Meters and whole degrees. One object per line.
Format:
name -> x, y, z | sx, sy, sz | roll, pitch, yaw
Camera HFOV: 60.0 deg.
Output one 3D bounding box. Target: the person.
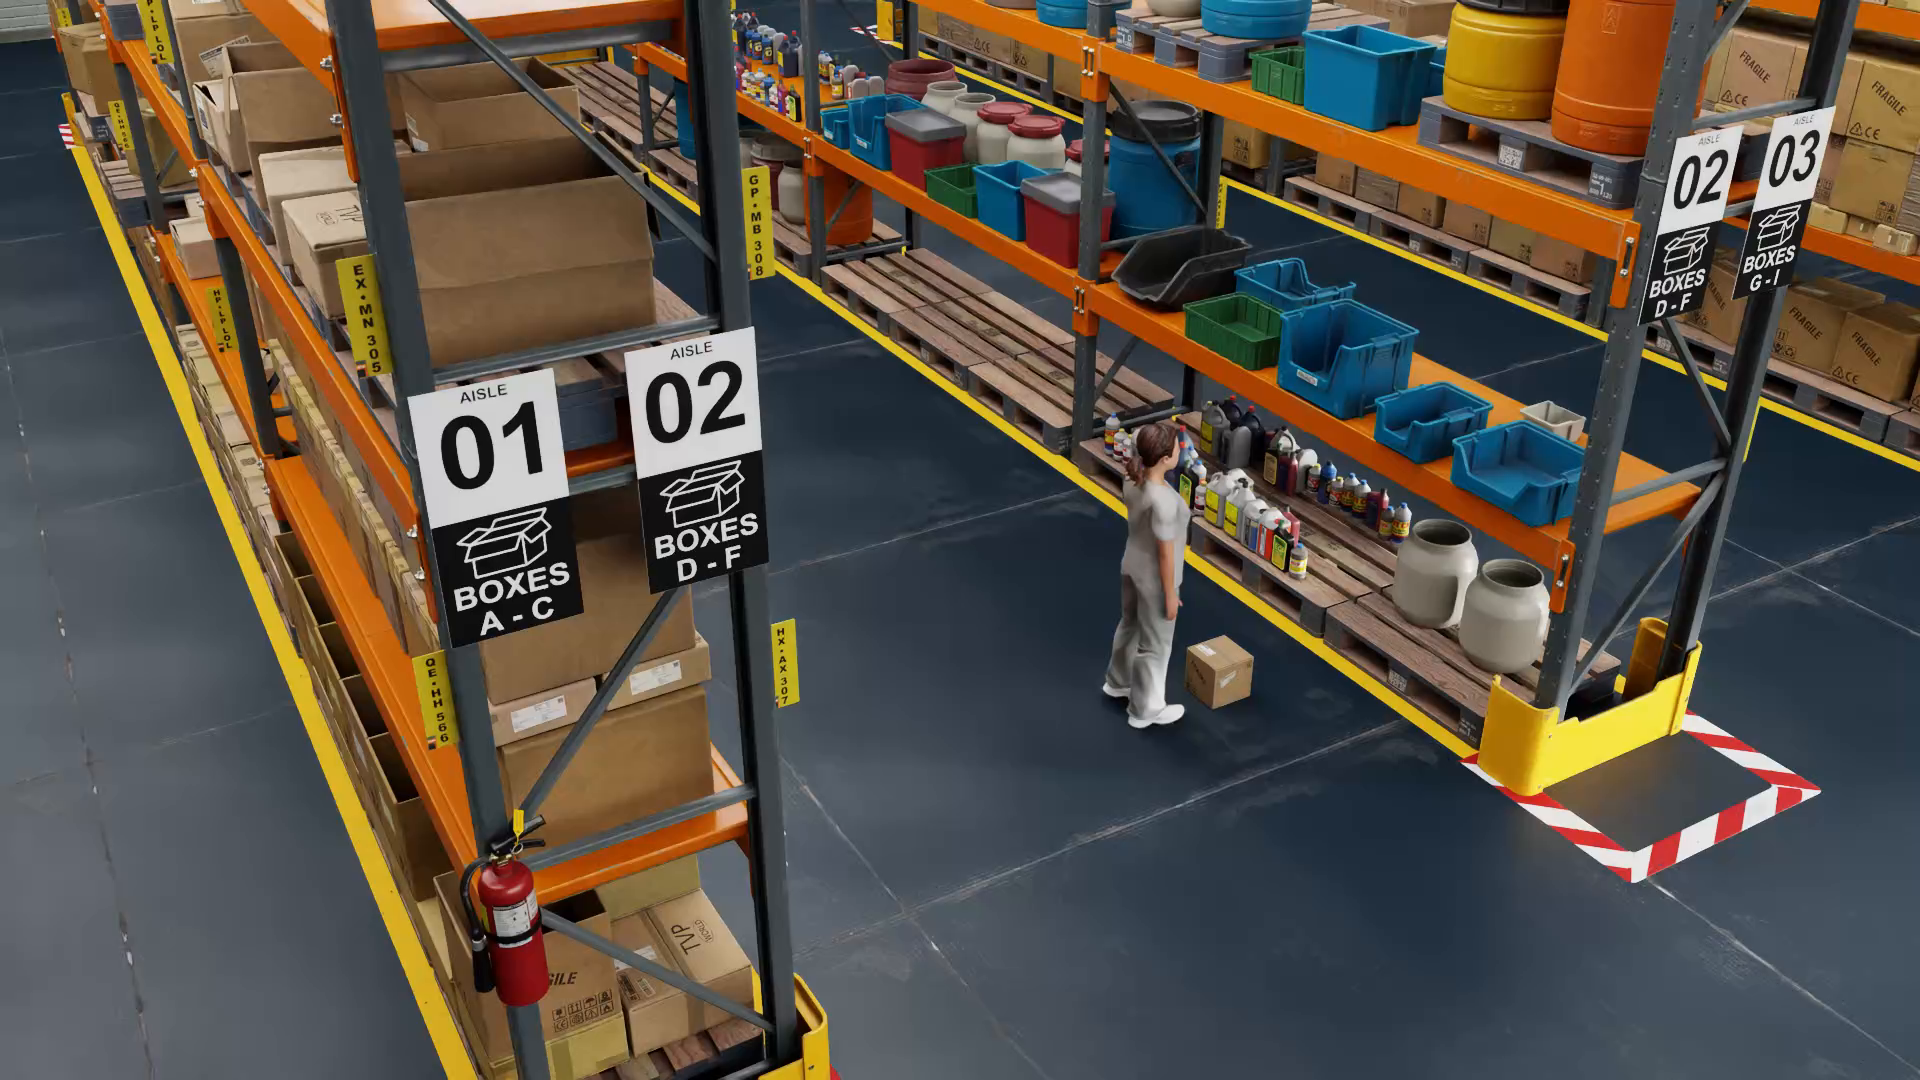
person -> 0.947, 0.185, 8.240 | 0.394, 1.702, 0.525 | -10, 31, -18
